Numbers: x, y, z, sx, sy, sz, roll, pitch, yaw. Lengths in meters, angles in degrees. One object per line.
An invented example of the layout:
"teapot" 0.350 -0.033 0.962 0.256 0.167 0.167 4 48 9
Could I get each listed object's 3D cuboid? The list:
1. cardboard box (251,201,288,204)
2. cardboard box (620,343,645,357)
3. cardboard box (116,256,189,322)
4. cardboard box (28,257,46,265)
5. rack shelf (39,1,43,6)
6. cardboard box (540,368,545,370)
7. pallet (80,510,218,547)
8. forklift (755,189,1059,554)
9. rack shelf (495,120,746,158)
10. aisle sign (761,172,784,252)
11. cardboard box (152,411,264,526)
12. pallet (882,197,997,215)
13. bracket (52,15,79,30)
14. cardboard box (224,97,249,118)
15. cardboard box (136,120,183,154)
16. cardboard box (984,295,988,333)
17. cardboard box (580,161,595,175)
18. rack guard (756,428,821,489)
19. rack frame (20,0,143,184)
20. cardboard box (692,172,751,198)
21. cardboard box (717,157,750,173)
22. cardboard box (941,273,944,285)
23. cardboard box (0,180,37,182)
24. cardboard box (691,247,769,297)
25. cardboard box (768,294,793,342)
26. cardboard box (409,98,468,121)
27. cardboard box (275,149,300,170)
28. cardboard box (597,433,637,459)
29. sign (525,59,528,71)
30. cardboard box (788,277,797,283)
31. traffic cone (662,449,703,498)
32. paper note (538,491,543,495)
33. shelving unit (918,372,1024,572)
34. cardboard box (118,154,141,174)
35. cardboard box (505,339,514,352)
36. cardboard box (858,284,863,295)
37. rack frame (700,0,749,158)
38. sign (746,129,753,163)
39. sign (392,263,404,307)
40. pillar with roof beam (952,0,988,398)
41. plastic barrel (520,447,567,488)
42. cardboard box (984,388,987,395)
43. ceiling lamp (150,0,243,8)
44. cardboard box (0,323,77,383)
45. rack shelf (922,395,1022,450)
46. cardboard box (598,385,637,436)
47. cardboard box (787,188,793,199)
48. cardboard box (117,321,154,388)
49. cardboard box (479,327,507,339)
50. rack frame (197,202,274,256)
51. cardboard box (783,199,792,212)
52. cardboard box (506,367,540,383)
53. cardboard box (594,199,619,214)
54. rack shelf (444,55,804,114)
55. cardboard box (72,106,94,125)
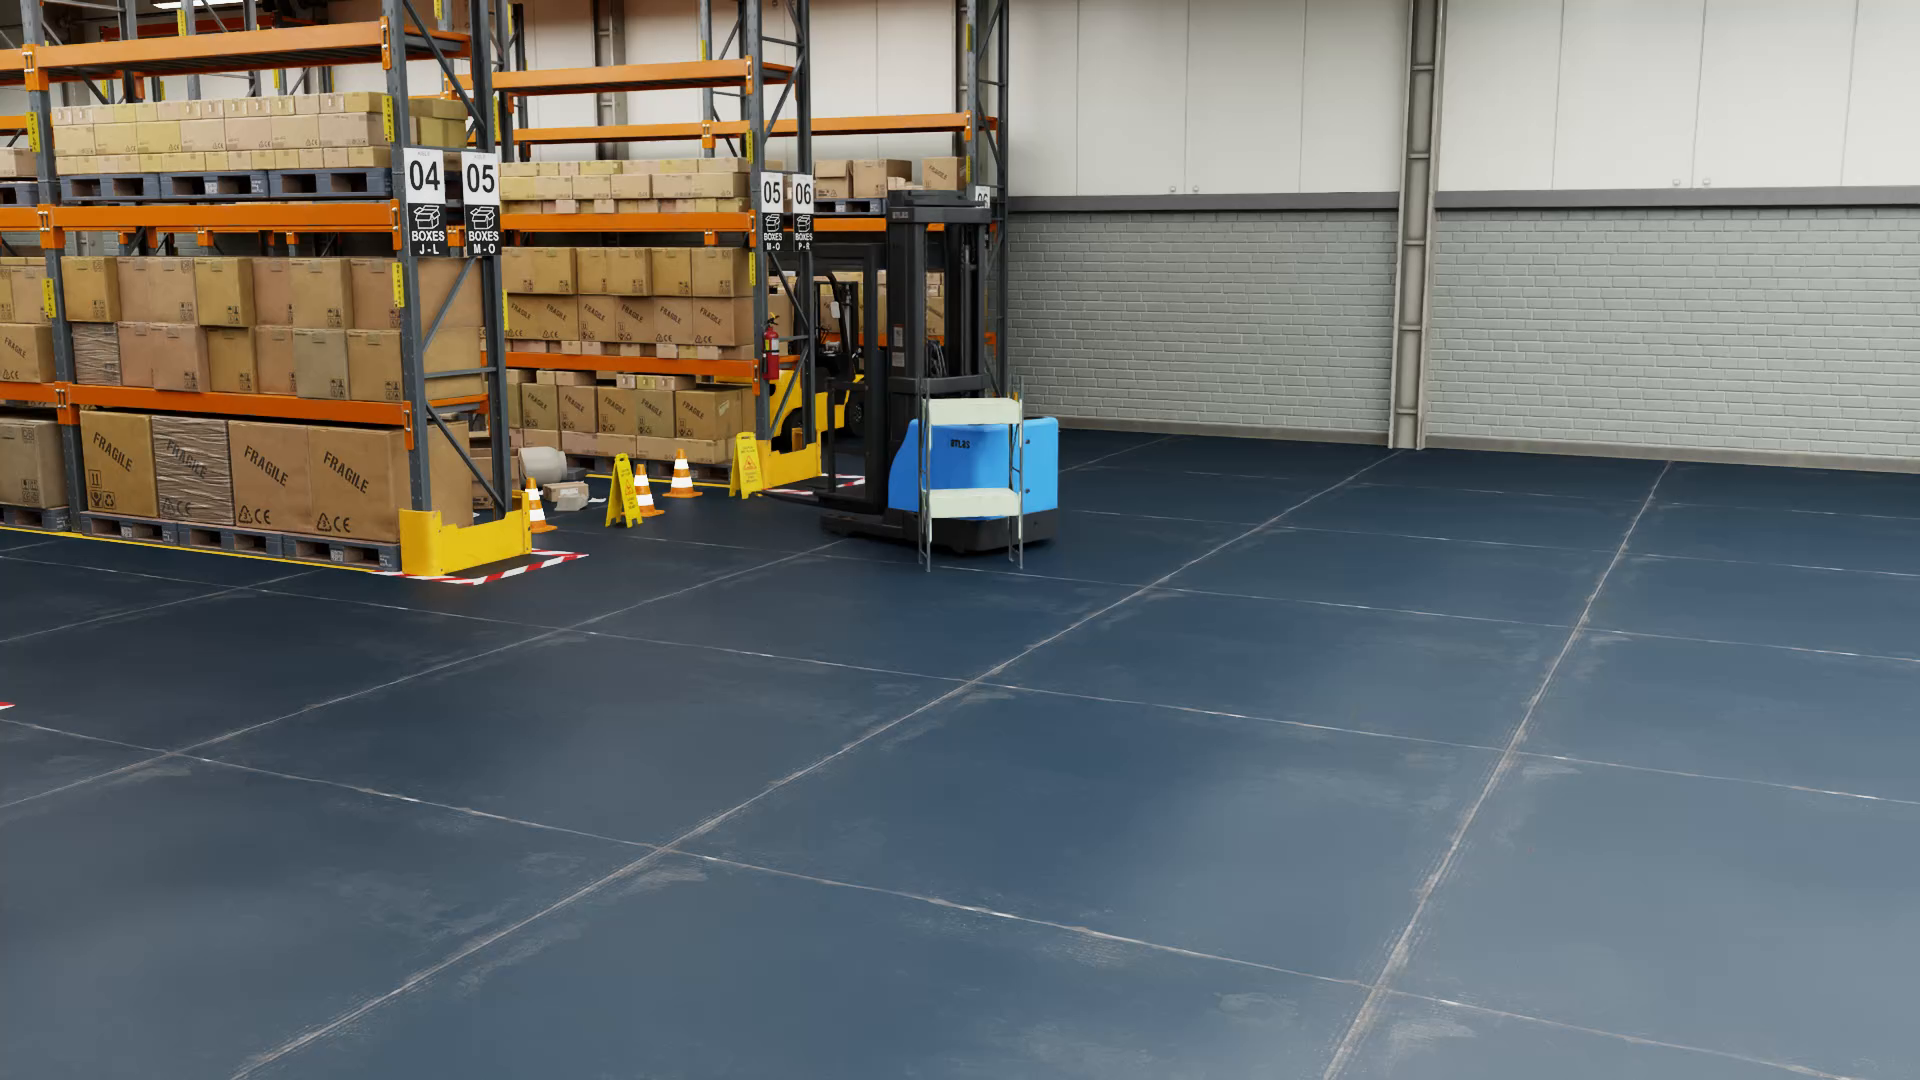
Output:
"cardboard box" -8.161 -4.178 20.190 0.500 0.500 0.700 5 11 26
"cardboard box" -3.440 -2.060 17.896 0.250 0.149 0.380 5 11 25
"cardboard box" -6.659 -2.161 14.296 0.550 0.550 0.875 5 11 26
"cardboard box" -11.858 -3.469 21.889 0.500 0.500 0.500 5 11 25
"rack shelf" -10.800 -7.120 20.992 4.000 0.370 1.077 5 11 26
"cardboard box" -6.260 -2.509 25.160 0.625 0.625 0.875 5 12 28
"pallet" -6.872 -0.171 14.582 1.213 0.211 1.003 5 11 26
"forklift" -0.583 -1.531 14.460 3.031 2.935 1.130 10 14 42
"rack shelf" -5.020 -5.766 23.964 4.000 0.370 1.077 5 11 26
"aisle sign" -1.905 -3.327 16.890 0.004 0.787 0.394 5 11 26
"cardboard box" -6.176 -0.645 14.161 0.875 0.875 0.875 5 11 26
"pallet" -0.262 -4.384 21.857 1.213 0.211 1.003 5 11 26
"bracket" -15.792 -9.143 29.373 0.430 0.232 0.235 5 11 26
"cardboard box" -5.524 -3.374 13.031 0.250 0.149 0.380 5 11 25
"cardboard box" -6.299 -3.257 13.510 0.500 0.250 0.500 5 11 25
"cardboard box" 0.039 -3.024 22.238 0.500 0.500 0.500 5 12 28
"cardboard box" -3.851 -3.973 17.801 0.250 0.149 0.380 5 12 27
"rack guard" -1.901 -0.875 17.660 0.348 0.500 1.175 5 11 26
"rack frame" -7.519 -4.568 14.199 0.127 3.000 1.000 5 11 26
"cardboard box" -2.411 -3.645 17.109 0.500 0.250 0.500 5 11 25
"cardboard box" -2.266 -3.823 16.975 0.250 0.149 0.380 5 11 26
"cardboard box" -0.054 -3.401 21.663 0.250 0.149 0.380 5 11 26
"cardboard box" -8.661 -3.376 15.282 0.250 0.149 0.380 5 11 26
"cardboard box" -2.387 -2.792 17.310 0.500 0.500 0.700 5 11 24
"cardboard box" -2.134 -2.376 17.820 0.500 0.500 0.500 5 11 25
"cardboard box" -4.090 -3.378 13.056 0.250 0.149 0.380 5 11 26
"cardboard box" -5.063 -2.941 12.879 0.250 0.149 0.380 5 11 26
"cardboard box" -3.609 -1.056 18.182 0.500 0.250 0.500 5 11 24
"sign" -6.571 -7.101 25.129 0.005 0.325 0.100 5 11 26
"cardboard box" -2.135 -3.572 22.605 0.250 0.149 0.380 5 11 25
"traffic cone" -2.789 -0.678 16.679 0.334 0.463 0.336 5 11 26
"paper note" -4.256 -0.480 16.827 0.148 0.019 0.142 -10 14 -43
"shelving unit" 0.080 -0.536 12.979 0.755 1.500 0.431 -2 10 -11
"cardboard box" -6.662 -3.081 13.654 0.250 0.149 0.380 5 11 25
"cardboard box" -5.029 -2.203 18.684 0.250 0.149 0.380 5 12 27
"cardboard box" -1.236 -3.340 22.160 0.250 0.149 0.380 5 11 26
"rack frame" -3.227 -6.159 22.993 0.127 3.000 1.000 5 11 26
"sign" -2.096 -3.923 16.577 0.005 0.325 0.100 5 11 26
"sign" -4.185 -1.901 12.395 0.005 0.325 0.100 5 11 26
"pillar with roof beam" -1.770 -5.355 18.551 0.400 9.000 9.100 5 11 26
"plastic barrel" -4.355 -0.752 17.197 0.512 0.421 0.421 -4 11 -23
"cardboard box" 0.031 -2.062 22.337 0.500 0.250 0.500 5 12 27
"ceiling lamp" -10.622 -9.245 23.652 2.000 3.185 0.800 5 11 26
"cardboard box" -8.105 -1.663 14.716 0.500 0.500 0.500 5 11 25
"rack shelf" 0.080 -0.920 12.910 0.720 0.370 0.431 -2 10 -11
"cardboard box" -3.585 -1.424 18.114 0.500 0.500 0.500 5 11 24
"cardboard box" -2.269 -4.671 22.439 0.250 0.149 0.380 5 12 28
"cardboard box" -6.680 -1.622 14.351 0.550 0.550 0.875 5 11 26
"cardboard box" -5.148 -2.530 18.673 0.500 0.500 0.500 5 11 26
"rack frame" -9.007 -2.729 20.887 0.127 3.000 1.000 5 11 26
"cardboard box" -1.986 -3.529 17.590 0.250 0.149 0.380 5 11 26
"cardboard box" -4.924 -1.847 18.626 0.250 0.149 0.380 5 11 27
"cardboard box" -3.673 -3.549 17.697 0.250 0.149 0.380 5 11 25
"rack shelf" -3.626 -4.853 17.805 4.000 0.370 1.077 5 11 26
"cardboard box" -7.114 -3.513 13.803 0.250 0.149 0.380 5 11 25
